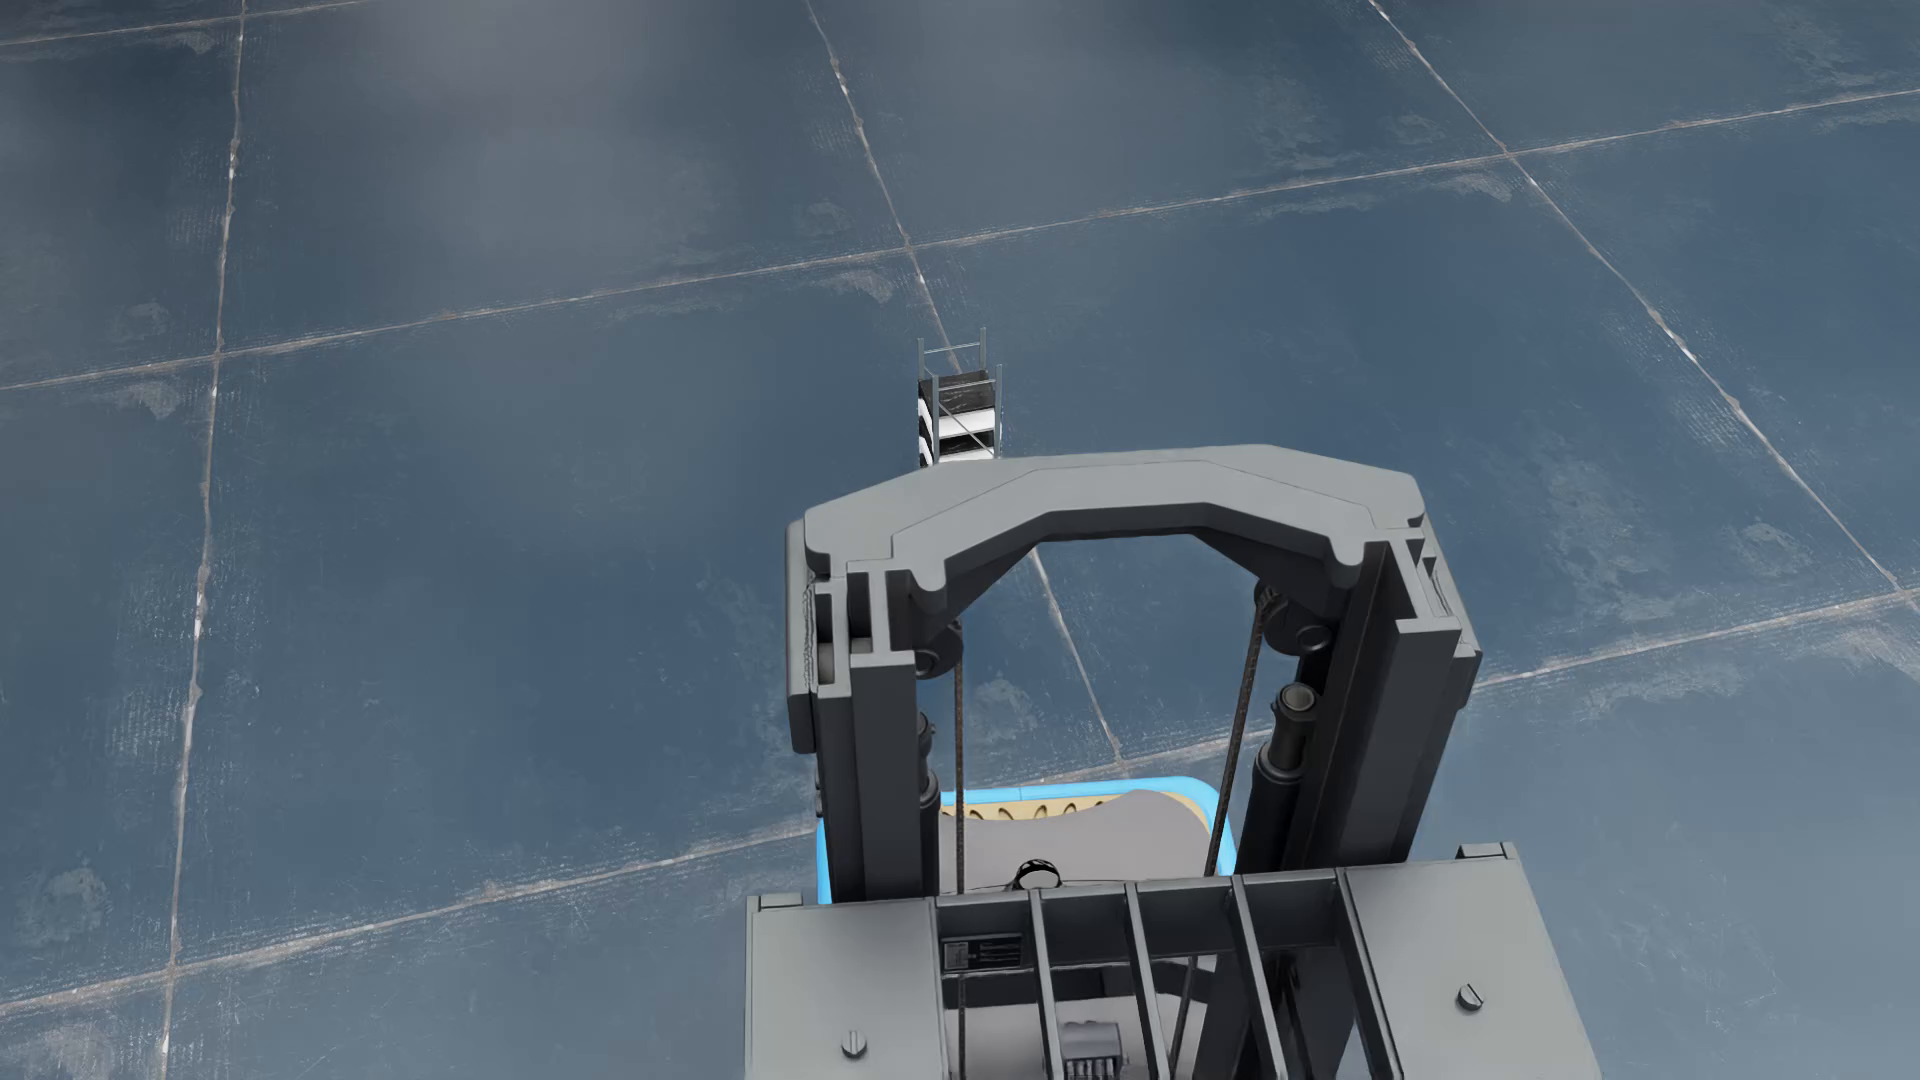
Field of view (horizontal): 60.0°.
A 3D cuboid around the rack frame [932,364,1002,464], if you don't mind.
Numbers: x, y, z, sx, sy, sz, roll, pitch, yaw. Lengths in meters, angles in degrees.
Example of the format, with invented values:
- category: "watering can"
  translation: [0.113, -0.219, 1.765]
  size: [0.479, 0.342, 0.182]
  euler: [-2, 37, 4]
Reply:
- category: "rack frame"
  translation: [0.024, -0.250, 5.865]
  size: [0.240, 0.900, 0.006]
  euler: [-11, 47, -10]

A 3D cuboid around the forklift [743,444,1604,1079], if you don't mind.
- category: "forklift"
  translation: [0.269, 1.393, 2.833]
  size: [1.130, 2.935, 3.031]
  euler: [-3, 46, -3]

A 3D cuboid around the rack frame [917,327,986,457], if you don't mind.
- category: "rack frame"
  translation: [-0.028, -0.391, 6.003]
  size: [0.240, 0.900, 0.006]
  euler: [-11, 47, -10]

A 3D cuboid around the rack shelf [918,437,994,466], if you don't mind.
- category: "rack shelf"
  translation: [-0.002, -0.297, 5.958]
  size: [0.258, 0.077, 0.200]
  euler: [-11, 47, -10]

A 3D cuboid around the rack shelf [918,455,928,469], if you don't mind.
- category: "rack shelf"
  translation: [-0.002, -0.234, 6.022]
  size: [0.258, 0.077, 0.200]
  euler: [-11, 47, -10]

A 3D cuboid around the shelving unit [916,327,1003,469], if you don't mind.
- category: "shelving unit"
  translation: [-0.002, -0.321, 5.934]
  size: [0.258, 0.900, 0.210]
  euler: [-11, 47, -10]

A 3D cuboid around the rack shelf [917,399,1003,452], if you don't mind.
- category: "rack shelf"
  translation: [-0.002, -0.423, 5.829]
  size: [0.258, 0.077, 0.200]
  euler: [-11, 47, -10]

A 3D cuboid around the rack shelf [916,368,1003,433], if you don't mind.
- category: "rack shelf"
  translation: [-0.002, -0.486, 5.765]
  size: [0.258, 0.077, 0.200]
  euler: [-11, 47, -10]

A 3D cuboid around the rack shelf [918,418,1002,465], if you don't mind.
- category: "rack shelf"
  translation: [-0.002, -0.360, 5.894]
  size: [0.258, 0.077, 0.200]
  euler: [-11, 47, -10]
